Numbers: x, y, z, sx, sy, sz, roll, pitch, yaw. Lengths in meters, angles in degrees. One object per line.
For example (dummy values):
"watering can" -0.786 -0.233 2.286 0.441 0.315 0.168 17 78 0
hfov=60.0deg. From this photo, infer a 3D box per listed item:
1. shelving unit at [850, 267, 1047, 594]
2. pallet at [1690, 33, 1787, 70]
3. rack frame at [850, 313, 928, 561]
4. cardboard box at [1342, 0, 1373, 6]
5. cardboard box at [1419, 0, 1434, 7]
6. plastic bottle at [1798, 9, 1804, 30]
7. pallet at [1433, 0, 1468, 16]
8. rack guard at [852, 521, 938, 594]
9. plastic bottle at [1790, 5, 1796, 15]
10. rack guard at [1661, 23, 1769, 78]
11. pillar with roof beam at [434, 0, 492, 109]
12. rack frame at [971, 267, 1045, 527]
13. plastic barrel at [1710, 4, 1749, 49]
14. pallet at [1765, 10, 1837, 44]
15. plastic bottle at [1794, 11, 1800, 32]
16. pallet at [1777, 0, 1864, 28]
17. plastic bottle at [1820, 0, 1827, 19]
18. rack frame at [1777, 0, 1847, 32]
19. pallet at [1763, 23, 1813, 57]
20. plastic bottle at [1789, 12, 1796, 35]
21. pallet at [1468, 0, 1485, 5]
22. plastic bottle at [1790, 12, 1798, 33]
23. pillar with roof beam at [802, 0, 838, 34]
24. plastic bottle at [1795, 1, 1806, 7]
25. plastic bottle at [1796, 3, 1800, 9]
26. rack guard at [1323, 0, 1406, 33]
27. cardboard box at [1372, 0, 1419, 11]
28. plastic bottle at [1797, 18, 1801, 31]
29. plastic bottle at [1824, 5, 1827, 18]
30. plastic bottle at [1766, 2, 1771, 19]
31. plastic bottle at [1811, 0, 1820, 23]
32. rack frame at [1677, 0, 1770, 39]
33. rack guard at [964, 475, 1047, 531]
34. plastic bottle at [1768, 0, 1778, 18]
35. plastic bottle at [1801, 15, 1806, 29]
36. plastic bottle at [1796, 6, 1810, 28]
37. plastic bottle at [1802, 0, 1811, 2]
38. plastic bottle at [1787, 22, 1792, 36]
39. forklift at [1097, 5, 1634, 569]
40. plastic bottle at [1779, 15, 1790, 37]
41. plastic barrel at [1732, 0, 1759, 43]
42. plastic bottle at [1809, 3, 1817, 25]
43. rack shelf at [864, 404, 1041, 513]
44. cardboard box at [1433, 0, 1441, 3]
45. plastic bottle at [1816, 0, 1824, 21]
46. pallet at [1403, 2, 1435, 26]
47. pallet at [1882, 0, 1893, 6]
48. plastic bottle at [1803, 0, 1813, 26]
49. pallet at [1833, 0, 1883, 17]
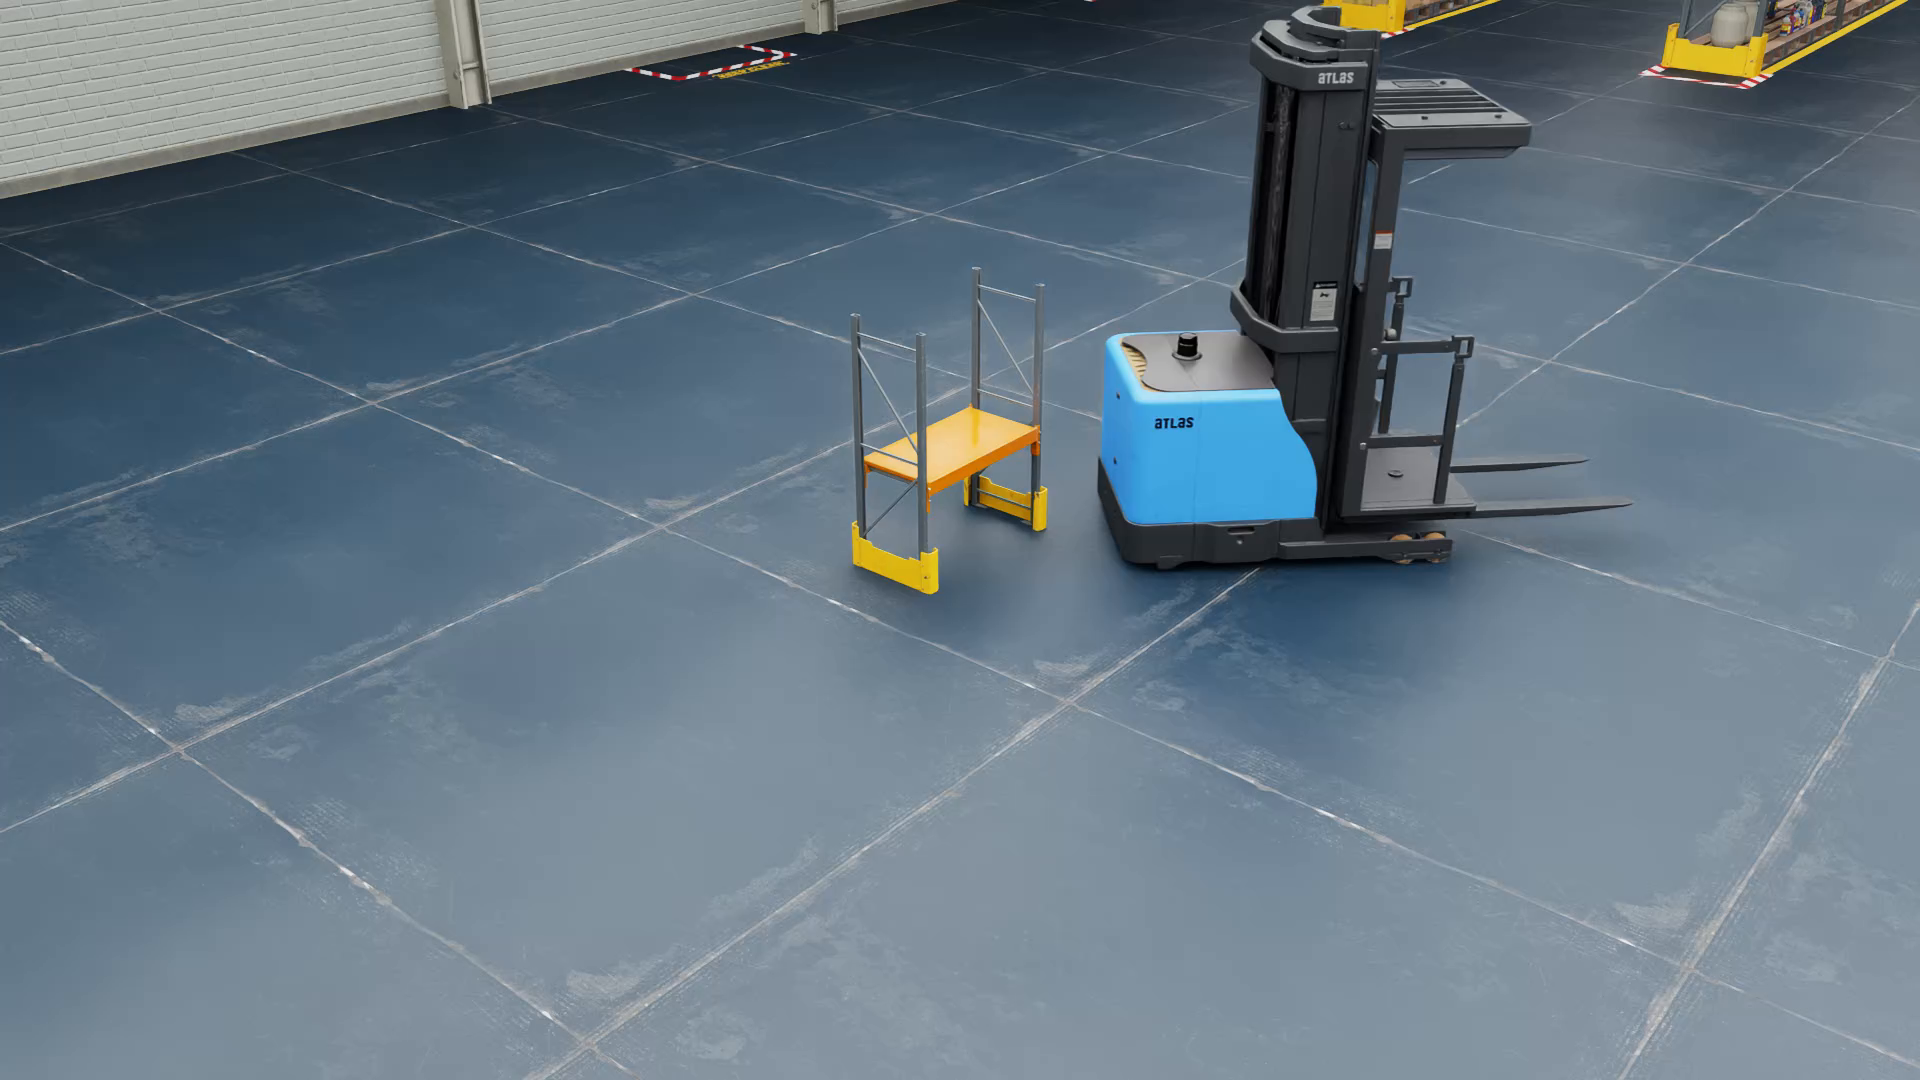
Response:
"shelving unit" -0.048 -0.639 9.353 0.587 1.500 1.083 21 34 34
"pallet" 10.216 -6.457 22.001 1.003 0.211 1.213 21 34 34
"rack frame" -0.378 -0.456 8.999 0.500 1.500 0.032 21 34 34
"cardboard box" 5.977 -8.059 24.599 0.500 0.250 0.500 21 34 34
"cardboard box" 6.692 -8.086 24.651 0.500 0.250 0.500 21 34 34
"plastic bottle" 11.488 -7.132 22.763 0.097 0.271 0.097 0 27 0
"pallet" 7.094 -8.293 25.550 1.003 0.211 1.213 21 34 34
"rack guard" -0.365 0.093 9.299 0.587 0.250 0.087 21 34 34
"plastic bottle" 11.524 -7.255 22.986 0.061 0.283 0.133 21 34 34
"rack guard" 9.695 -6.299 21.381 1.175 0.500 0.348 21 34 34
"pillar with roof beam" -2.494 -7.916 15.259 9.100 9.000 0.400 21 34 34
"rack frame" 0.269 -0.816 9.695 0.500 1.500 0.032 21 34 34
"plastic barrel" 10.043 -6.705 21.698 0.421 0.512 0.421 0 27 0
"pallet" 11.768 -7.322 23.674 1.003 0.211 1.213 21 34 34
"plastic bottle" 11.359 -7.060 22.624 0.097 0.271 0.097 0 27 0
"pallet" 12.697 -7.838 24.671 1.003 0.211 1.213 21 34 34
"plastic bottle" 12.176 -7.508 23.477 0.061 0.283 0.133 23 35 37
"rack frame" 12.228 -8.786 23.470 1.000 3.000 0.127 21 34 34
"pallet" 10.993 -6.887 22.834 1.003 0.211 1.213 21 34 34
"plastic bottle" 11.235 -6.984 22.463 0.061 0.283 0.133 21 34 35
"pallet" 7.870 -8.727 26.390 1.003 0.211 1.213 21 34 34
"plastic bottle" 11.295 -7.025 22.556 0.097 0.271 0.097 0 27 0
"pillar with roof beam" 1.322 -10.044 19.371 9.100 9.000 0.400 21 34 34
"plastic bottle" 11.788 -7.426 23.325 0.152 0.276 0.135 21 34 34
"plastic bottle" 11.617 -7.301 23.076 0.061 0.283 0.133 21 34 34
"rack guard" 5.848 -7.698 24.087 1.175 0.500 0.348 21 34 34
"cardboard box" 6.376 -7.908 24.306 0.500 0.250 0.500 21 34 34
"plastic bottle" 11.422 -7.065 22.708 0.097 0.201 0.097 0 27 0
"plastic bottle" 12.237 -7.519 23.587 0.097 0.201 0.097 0 27 0
"plastic bottle" 11.395 -7.518 23.509 0.097 0.271 0.097 0 27 0
"plastic bottle" 11.918 -7.425 23.242 0.144 0.351 0.185 19 33 32
"rack frame" 9.683 -7.368 20.728 1.000 3.000 0.127 21 34 34
"rack guard" 0.268 -0.261 9.982 0.587 0.250 0.087 21 34 34
"plastic bottle" 11.505 -7.598 23.577 0.144 0.351 0.185 21 34 34
"plastic bottle" 11.553 -7.137 22.849 0.097 0.201 0.097 0 27 0
"plastic bottle" 11.607 -7.220 22.928 0.152 0.276 0.135 21 34 35
"plastic bottle" 11.929 -7.535 23.455 0.144 0.351 0.185 21 34 34
"plastic bottle" 11.143 -6.909 22.408 0.097 0.201 0.097 0 27 0
"forklift" 2.387 -1.405 9.276 3.031 2.935 1.130 -2 27 -5
"plastic bottle" 11.077 -6.904 22.321 0.097 0.271 0.097 0 27 0
"plastic barrel" 10.362 -6.883 22.041 0.421 0.512 0.421 0 27 0
"plastic bottle" 11.847 -7.325 23.122 0.061 0.283 0.133 23 35 38
"rack shelf" -0.054 -0.476 9.430 0.538 0.185 1.000 21 34 34
"cardboard box" 7.010 -8.263 24.994 0.500 0.250 0.500 21 34 34
"plastic bottle" 12.040 -7.493 23.373 0.144 0.351 0.185 20 33 33
"pallet" 6.318 -7.862 24.718 1.003 0.211 1.213 21 34 34
"pallet" 14.249 -8.703 26.343 1.003 0.211 1.213 21 34 34
"plastic bottle" 11.713 -7.310 23.020 0.144 0.351 0.185 21 34 34
"pallet" 13.473 -8.272 25.510 1.003 0.211 1.213 21 34 34
